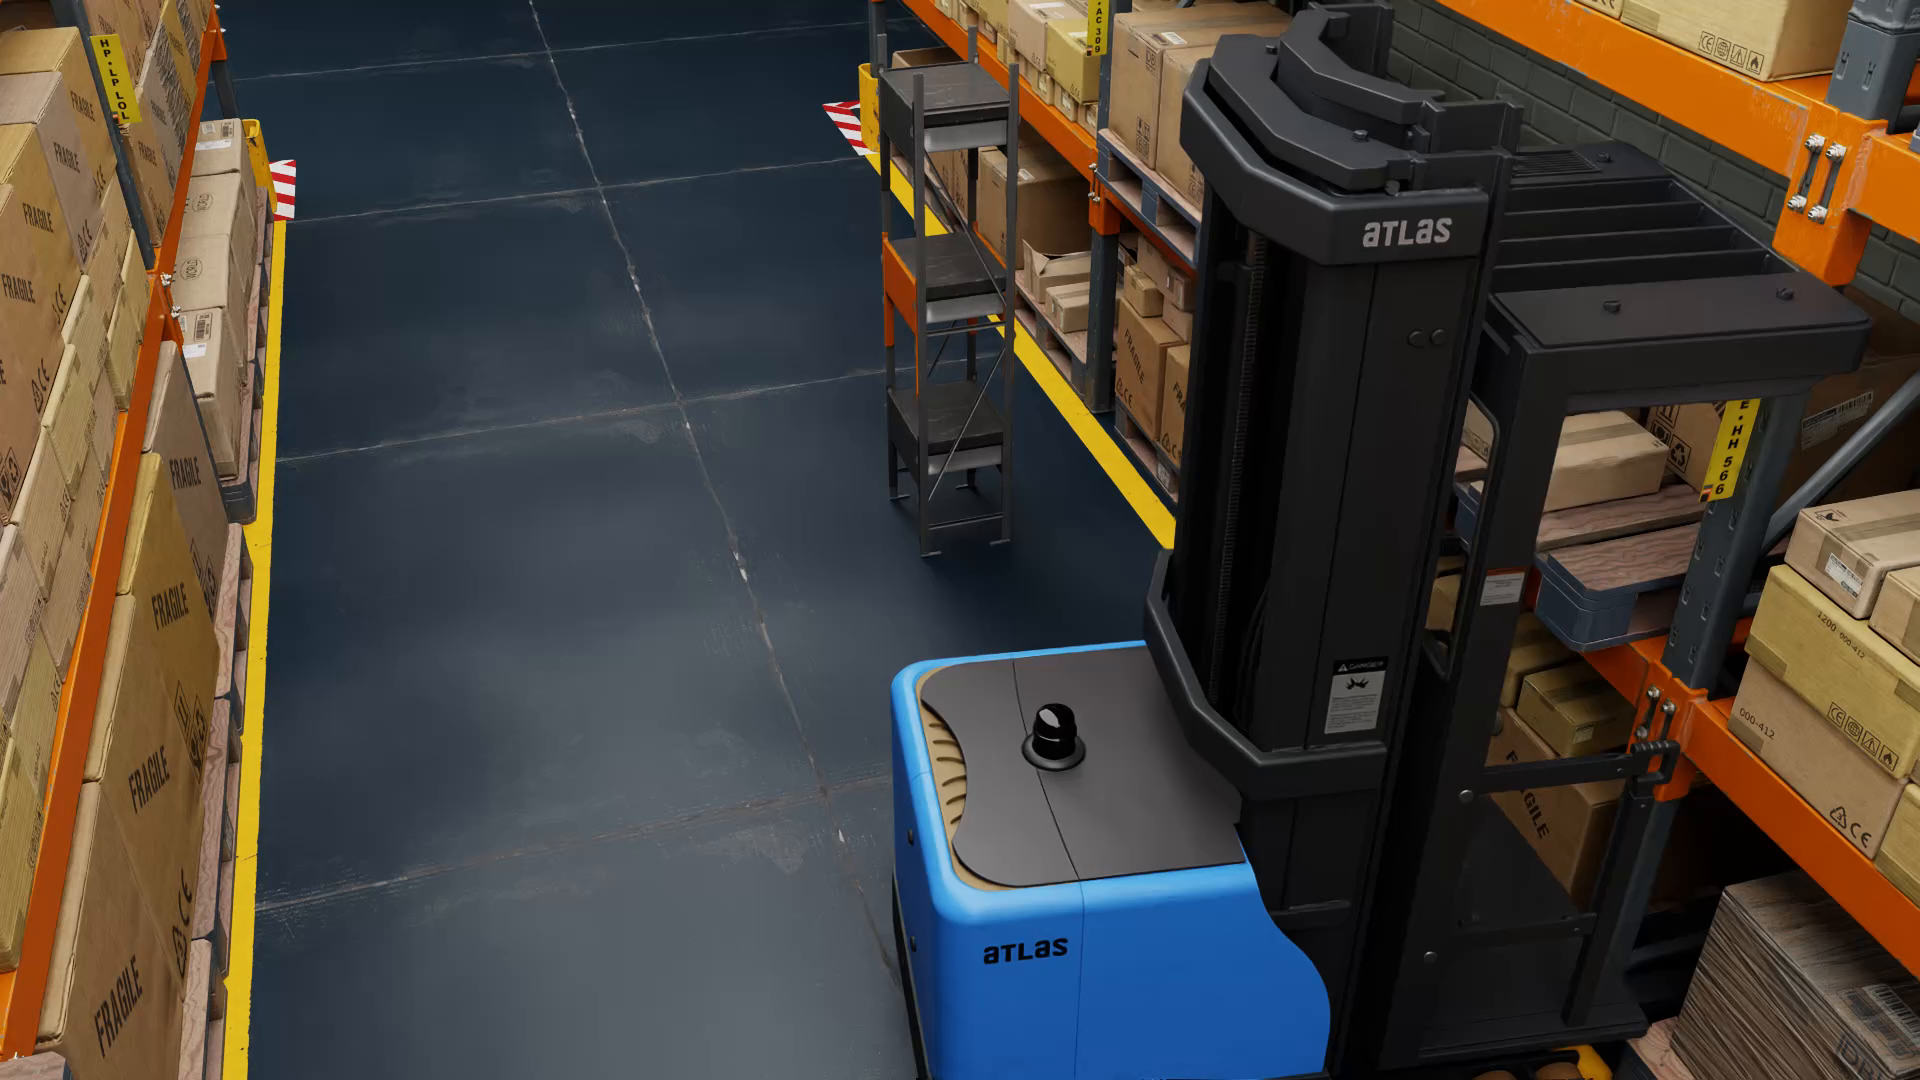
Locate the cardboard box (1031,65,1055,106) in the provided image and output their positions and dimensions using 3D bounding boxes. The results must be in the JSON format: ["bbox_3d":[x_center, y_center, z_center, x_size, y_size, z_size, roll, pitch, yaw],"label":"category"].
[{"bbox_3d":[0.570,-2.266,8.186,0.380,0.149,0.250,-9,35,-13],"label":"cardboard box"}]

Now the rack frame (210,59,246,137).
[{"bbox_3d":[-4.836,-3.243,9.438,1.000,3.000,0.127,-10,35,-15],"label":"rack frame"}]

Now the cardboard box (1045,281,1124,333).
[{"bbox_3d":[0.661,-1.209,8.564,0.380,0.149,0.250,-11,35,-16],"label":"cardboard box"}]

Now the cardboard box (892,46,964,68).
[{"bbox_3d":[-0.013,-2.877,10.766,0.797,0.503,0.637,-11,35,-17],"label":"cardboard box"}]

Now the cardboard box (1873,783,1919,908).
[{"bbox_3d":[2.382,0.722,3.573,0.500,0.250,0.500,-11,35,-16],"label":"cardboard box"}]

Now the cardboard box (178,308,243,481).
[{"bbox_3d":[-3.705,-0.597,7.376,0.875,0.438,0.875,-11,35,-15],"label":"cardboard box"}]

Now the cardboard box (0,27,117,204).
[{"bbox_3d":[-3.240,-1.410,5.665,0.500,0.500,0.500,-9,34,-13],"label":"cardboard box"}]

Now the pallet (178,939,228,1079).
[{"bbox_3d":[-2.564,1.694,4.496,1.003,0.211,1.213,-10,35,-15],"label":"pallet"}]

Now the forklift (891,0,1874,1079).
[{"bbox_3d":[1.352,0.161,4.348,3.031,2.935,1.130,-5,34,-7],"label":"forklift"}]

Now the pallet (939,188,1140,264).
[{"bbox_3d":[0.526,-1.819,9.811,1.003,0.211,1.213,-10,35,-15],"label":"pallet"}]

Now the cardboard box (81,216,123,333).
[{"bbox_3d":[-3.090,-0.838,5.479,0.500,0.250,0.500,-9,35,-14],"label":"cardboard box"}]

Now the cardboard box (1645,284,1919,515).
[{"bbox_3d":[2.323,-0.393,4.653,0.500,0.500,0.500,-8,34,-12],"label":"cardboard box"}]

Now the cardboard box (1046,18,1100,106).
[{"bbox_3d":[0.723,-2.268,7.827,0.500,0.250,0.500,-9,35,-14],"label":"cardboard box"}]

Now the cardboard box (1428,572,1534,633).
[{"bbox_3d":[1.788,0.217,5.499,0.380,0.149,0.250,-11,35,-16],"label":"cardboard box"}]

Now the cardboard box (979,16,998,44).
[{"bbox_3d":[0.319,-2.813,9.014,0.380,0.149,0.250,-10,35,-15],"label":"cardboard box"}]

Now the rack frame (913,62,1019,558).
[{"bbox_3d":[0.024,-0.835,6.609,0.400,2.100,0.015,-10,35,-15],"label":"rack frame"}]

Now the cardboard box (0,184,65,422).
[{"bbox_3d":[-2.767,-0.601,4.441,0.500,0.500,0.500,-9,35,-14],"label":"cardboard box"}]

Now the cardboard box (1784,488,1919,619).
[{"bbox_3d":[2.147,0.025,3.813,0.380,0.149,0.250,-9,35,-13],"label":"cardboard box"}]

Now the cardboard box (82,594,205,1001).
[{"bbox_3d":[-2.795,0.822,4.831,0.875,0.875,0.875,-10,35,-14],"label":"cardboard box"}]

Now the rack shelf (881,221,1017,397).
[{"bbox_3d":[-0.050,-0.952,6.810,0.431,0.518,0.480,-10,35,-15],"label":"rack shelf"}]

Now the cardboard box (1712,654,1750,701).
[{"bbox_3d":[2.468,0.391,5.236,0.380,0.149,0.250,-8,34,-12],"label":"cardboard box"}]

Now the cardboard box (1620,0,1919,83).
[{"bbox_3d":[1.943,-1.297,3.908,0.500,0.250,0.500,-11,35,-16],"label":"cardboard box"}]

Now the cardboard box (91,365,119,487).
[{"bbox_3d":[-2.948,-0.352,5.198,0.500,0.250,0.500,-11,35,-16],"label":"cardboard box"}]

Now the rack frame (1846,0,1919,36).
[{"bbox_3d":[2.331,-2.383,2.693,1.000,3.000,0.127,-10,35,-15],"label":"rack frame"}]

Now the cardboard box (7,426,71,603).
[{"bbox_3d":[-2.611,-0.032,4.260,0.500,0.250,0.500,-10,35,-15],"label":"cardboard box"}]

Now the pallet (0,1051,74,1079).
[{"bbox_3d":[-2.076,1.393,2.595,1.213,0.211,1.003,-10,35,-15],"label":"pallet"}]

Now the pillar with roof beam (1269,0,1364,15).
[{"bbox_3d":[-2.343,-4.276,5.559,9.100,9.000,0.400,-10,35,-15],"label":"pillar with roof beam"}]

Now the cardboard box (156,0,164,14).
[{"bbox_3d":[-3.975,-2.695,7.610,0.500,0.500,0.500,-10,35,-15],"label":"cardboard box"}]

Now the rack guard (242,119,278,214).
[{"bbox_3d":[-4.843,-2.213,10.146,1.175,0.500,0.348,-10,35,-15],"label":"rack guard"}]

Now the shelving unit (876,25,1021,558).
[{"bbox_3d":[-0.050,-0.963,6.803,0.431,2.100,0.503,-10,35,-15],"label":"shelving unit"}]

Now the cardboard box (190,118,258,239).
[{"bbox_3d":[-4.539,-2.020,9.529,0.875,0.438,0.875,-11,35,-16],"label":"cardboard box"}]

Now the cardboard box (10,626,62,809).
[{"bbox_3d":[-2.478,0.454,3.979,0.500,0.250,0.500,-11,35,-16],"label":"cardboard box"}]

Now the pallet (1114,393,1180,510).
[{"bbox_3d":[1.395,-0.396,7.658,1.003,0.211,1.213,-10,35,-15],"label":"pallet"}]

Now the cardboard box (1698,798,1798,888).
[{"bbox_3d":[2.469,0.719,5.327,0.500,0.500,0.500,-9,34,-13],"label":"cardboard box"}]

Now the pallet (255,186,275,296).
[{"bbox_3d":[-4.517,-1.673,9.591,1.003,0.211,1.213,-10,35,-15],"label":"pallet"}]

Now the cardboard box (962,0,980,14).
[{"bbox_3d":[0.260,-3.063,9.031,0.500,0.250,0.500,-11,35,-16],"label":"cardboard box"}]

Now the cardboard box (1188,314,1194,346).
[{"bbox_3d":[1.214,-0.885,7.166,0.380,0.149,0.250,-12,35,-17],"label":"cardboard box"}]

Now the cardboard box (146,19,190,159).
[{"bbox_3d":[-3.804,-2.003,7.469,0.500,0.500,0.500,-10,35,-14],"label":"cardboard box"}]

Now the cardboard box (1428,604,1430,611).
[{"bbox_3d":[1.692,0.263,6.017,0.500,0.500,0.500,-9,34,-13],"label":"cardboard box"}]

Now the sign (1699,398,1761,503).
[{"bbox_3d":[1.817,-0.234,3.904,0.100,0.325,0.005,-10,35,-15],"label":"sign"}]

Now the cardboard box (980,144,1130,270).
[{"bbox_3d":[0.527,-1.875,9.253,0.700,0.500,0.500,-11,35,-17],"label":"cardboard box"}]

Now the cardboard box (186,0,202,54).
[{"bbox_3d":[-4.298,-2.810,8.691,0.500,0.500,0.500,-11,35,-16],"label":"cardboard box"}]

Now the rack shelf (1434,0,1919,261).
[{"bbox_3d":[1.721,-1.881,5.308,1.077,0.370,4.000,-10,35,-15],"label":"rack shelf"}]

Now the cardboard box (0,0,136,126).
[{"bbox_3d":[-3.530,-1.893,6.396,0.500,0.500,0.500,-10,35,-14],"label":"cardboard box"}]

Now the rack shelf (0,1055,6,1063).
[{"bbox_3d":[-1.785,2.307,1.690,1.077,0.370,4.000,-10,35,-15],"label":"rack shelf"}]
